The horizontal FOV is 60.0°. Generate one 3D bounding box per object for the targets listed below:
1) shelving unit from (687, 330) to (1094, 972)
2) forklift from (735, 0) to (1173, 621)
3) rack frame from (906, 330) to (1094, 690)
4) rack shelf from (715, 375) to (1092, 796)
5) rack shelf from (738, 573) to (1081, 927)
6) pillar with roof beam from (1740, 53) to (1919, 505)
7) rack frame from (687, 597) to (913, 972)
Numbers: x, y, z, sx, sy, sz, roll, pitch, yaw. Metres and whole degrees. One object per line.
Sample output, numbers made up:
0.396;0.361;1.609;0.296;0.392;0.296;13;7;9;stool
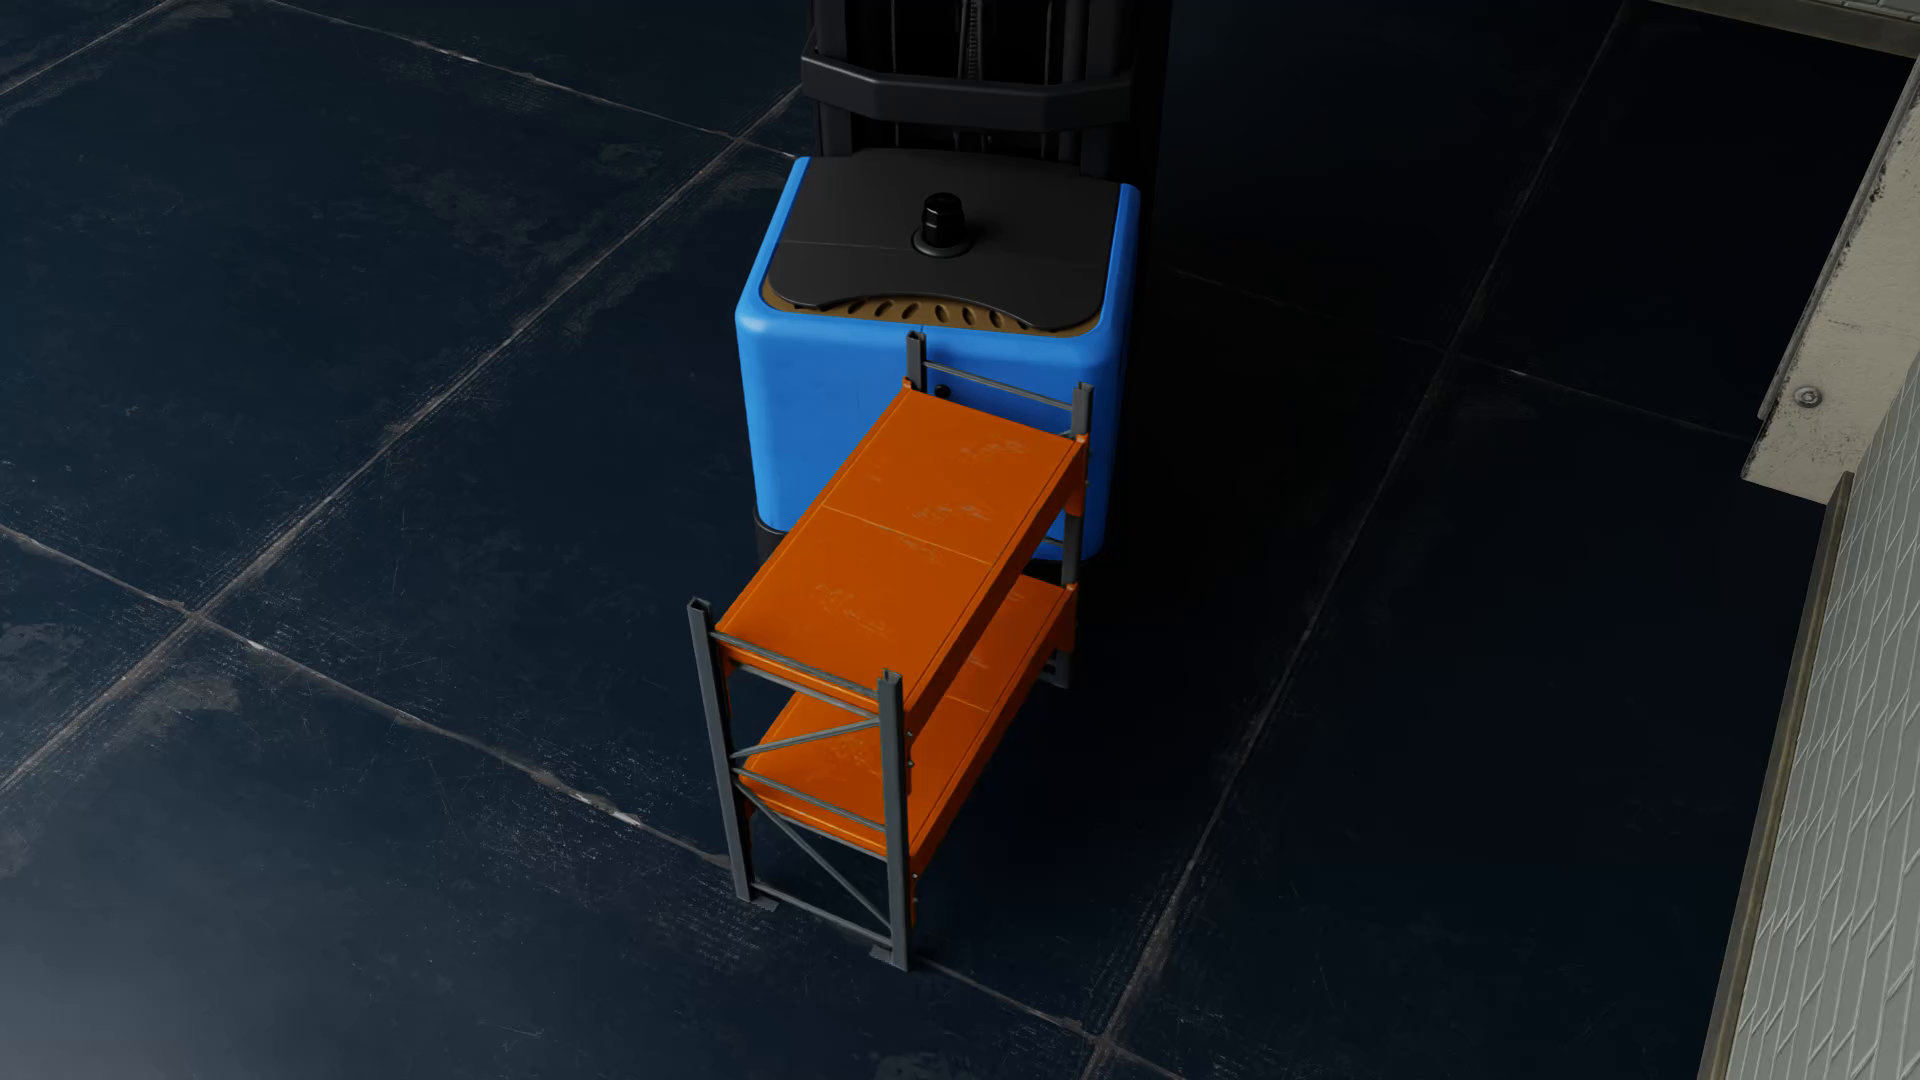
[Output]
-0.127;0.278;4.184;0.538;1.125;1.048;19;48;18;shelving unit
0.122;-1.848;5.016;1.130;2.935;3.031;6;46;6;forklift
0.095;-0.047;4.506;0.500;1.125;0.032;19;48;18;rack frame
-0.127;0.072;3.976;0.538;0.278;1.000;19;48;18;rack shelf
-0.127;0.450;4.358;0.538;0.278;1.000;19;48;18;rack shelf
-1.028;-4.862;3.728;9.100;9.000;0.400;20;49;19;pillar with roof beam
-0.349;0.603;3.863;0.500;1.125;0.032;19;48;18;rack frame
